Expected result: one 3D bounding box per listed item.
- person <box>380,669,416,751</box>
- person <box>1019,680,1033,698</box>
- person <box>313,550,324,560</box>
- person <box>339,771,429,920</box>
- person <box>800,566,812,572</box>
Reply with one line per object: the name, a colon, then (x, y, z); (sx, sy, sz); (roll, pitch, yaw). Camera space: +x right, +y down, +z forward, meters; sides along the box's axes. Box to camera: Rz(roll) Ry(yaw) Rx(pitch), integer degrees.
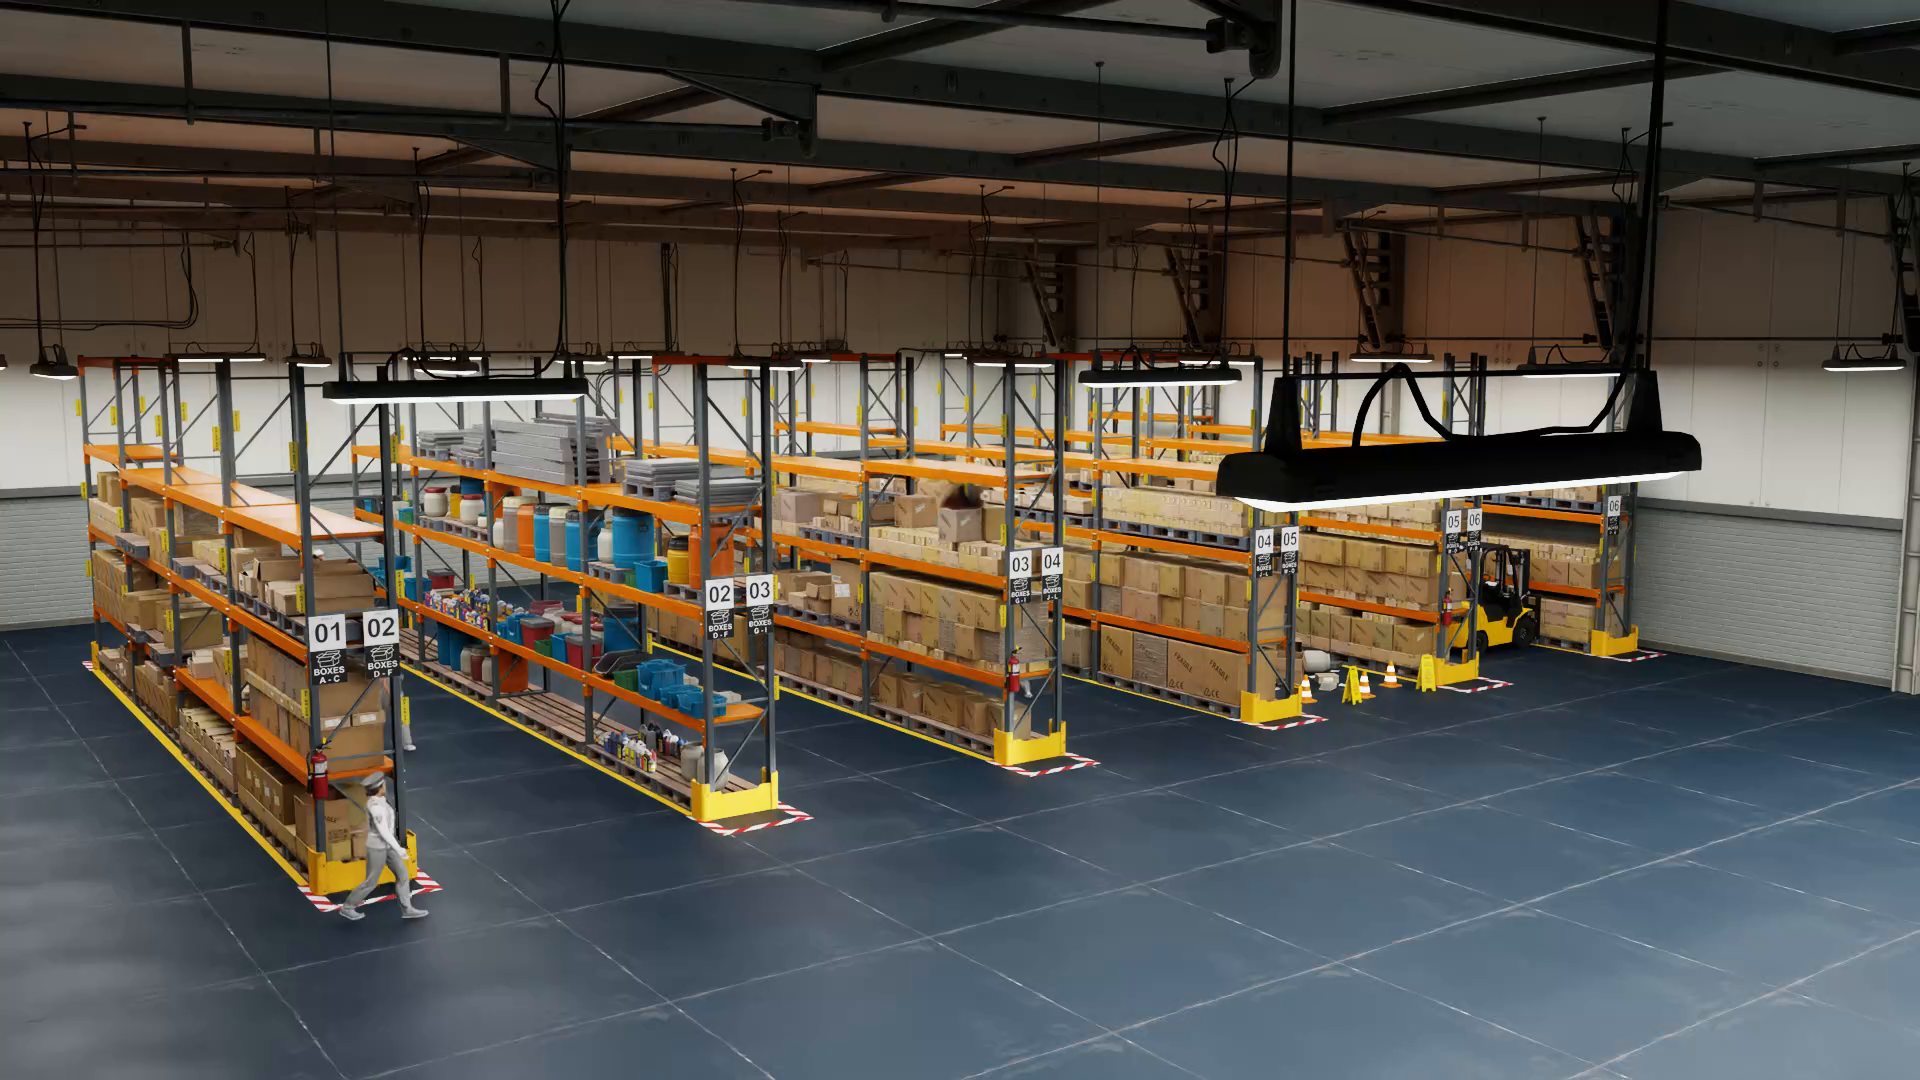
person: (-8.759, 2.418, 25.631); (0.408, 1.621, 1.015); (-7, 10, -43)
person: (1.178, 1.980, 29.578); (0.402, 1.534, 0.886); (-3, 7, -22)
person: (-13.892, 1.078, 36.161); (0.618, 1.734, 1.094); (-4, 8, -29)
person: (-6.288, 3.333, 18.066); (0.932, 1.643, 0.491); (-1, 7, -7)
person: (-3.118, 1.403, 33.764); (0.598, 1.792, 0.947); (-5, 8, -33)
